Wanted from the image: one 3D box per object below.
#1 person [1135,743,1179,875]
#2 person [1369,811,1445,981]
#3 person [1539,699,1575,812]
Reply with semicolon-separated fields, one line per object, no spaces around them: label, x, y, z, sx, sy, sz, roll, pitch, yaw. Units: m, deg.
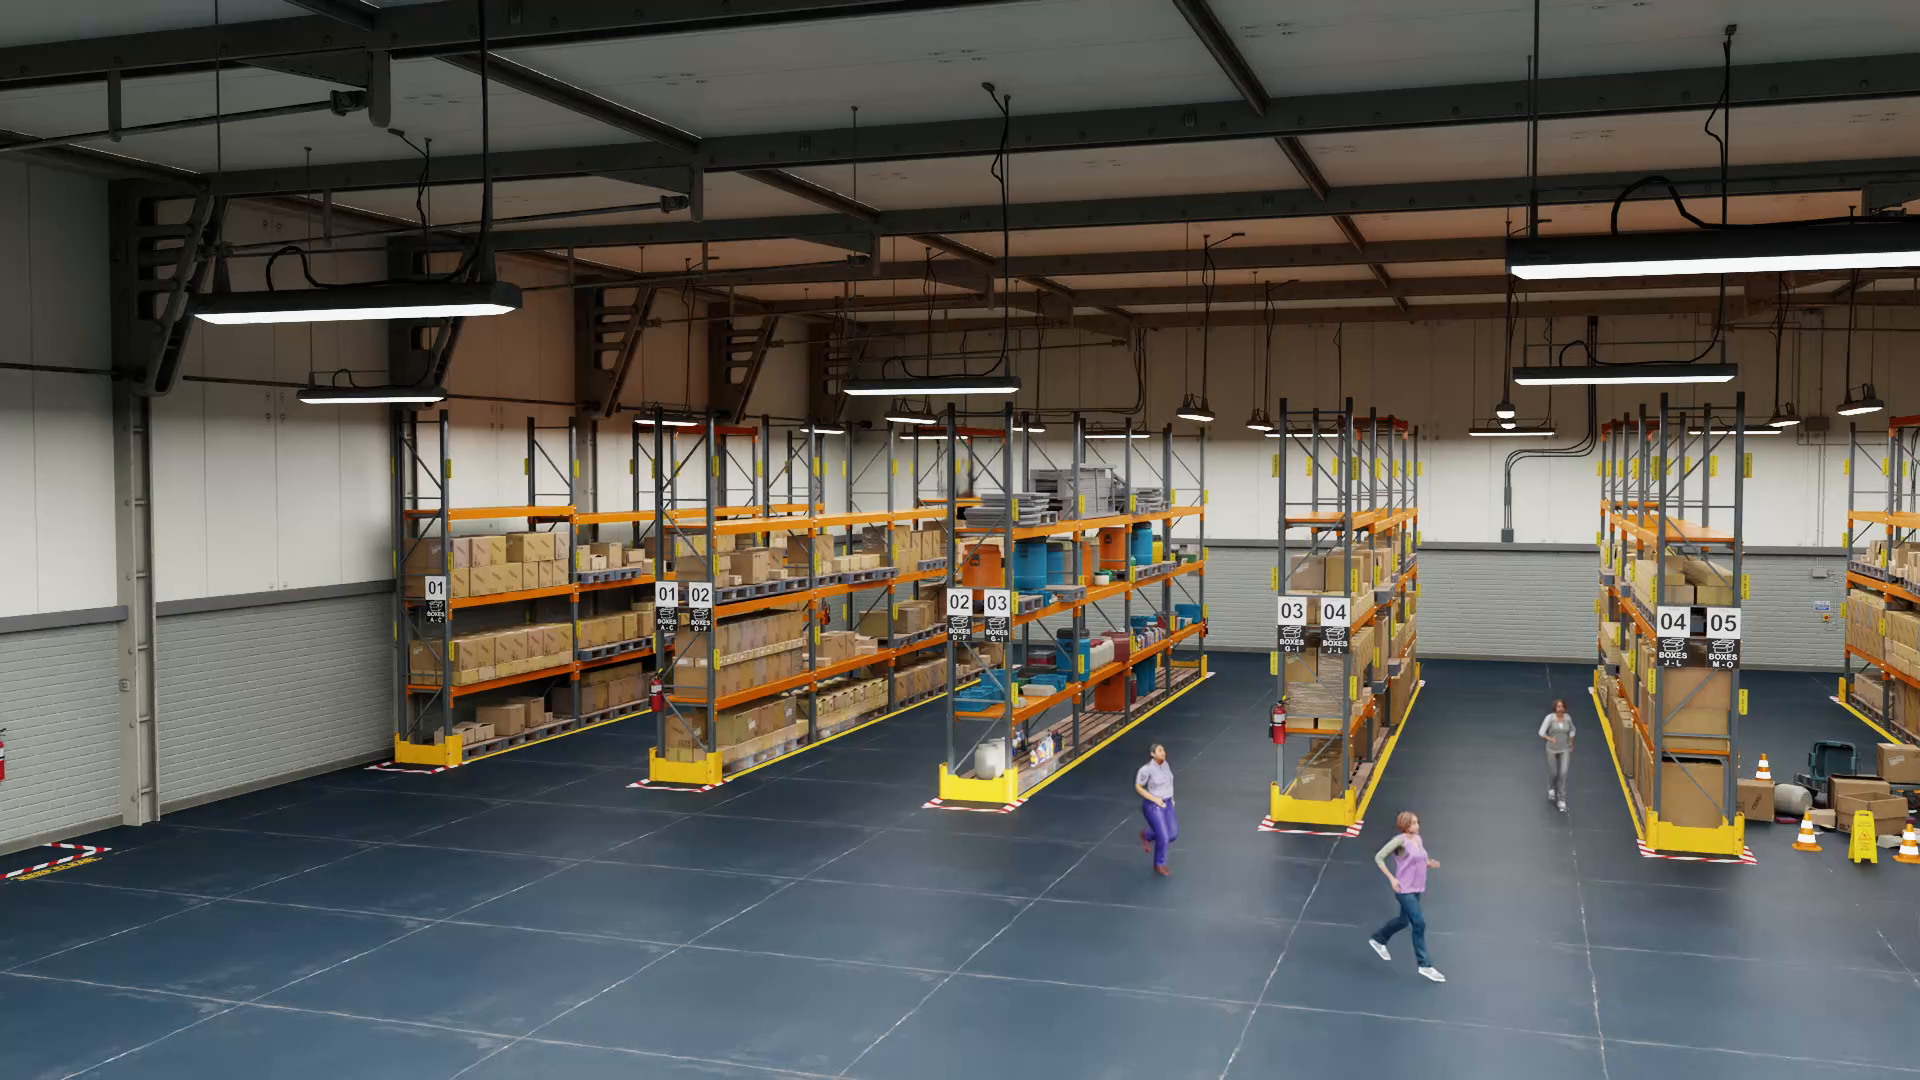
person;2.434;3.333;20.720;0.634;1.599;0.577;-2;3;-44
person;4.415;3.472;16.431;0.880;1.595;0.532;2;3;44
person;8.842;3.145;24.614;0.537;1.607;0.820;1;3;13
